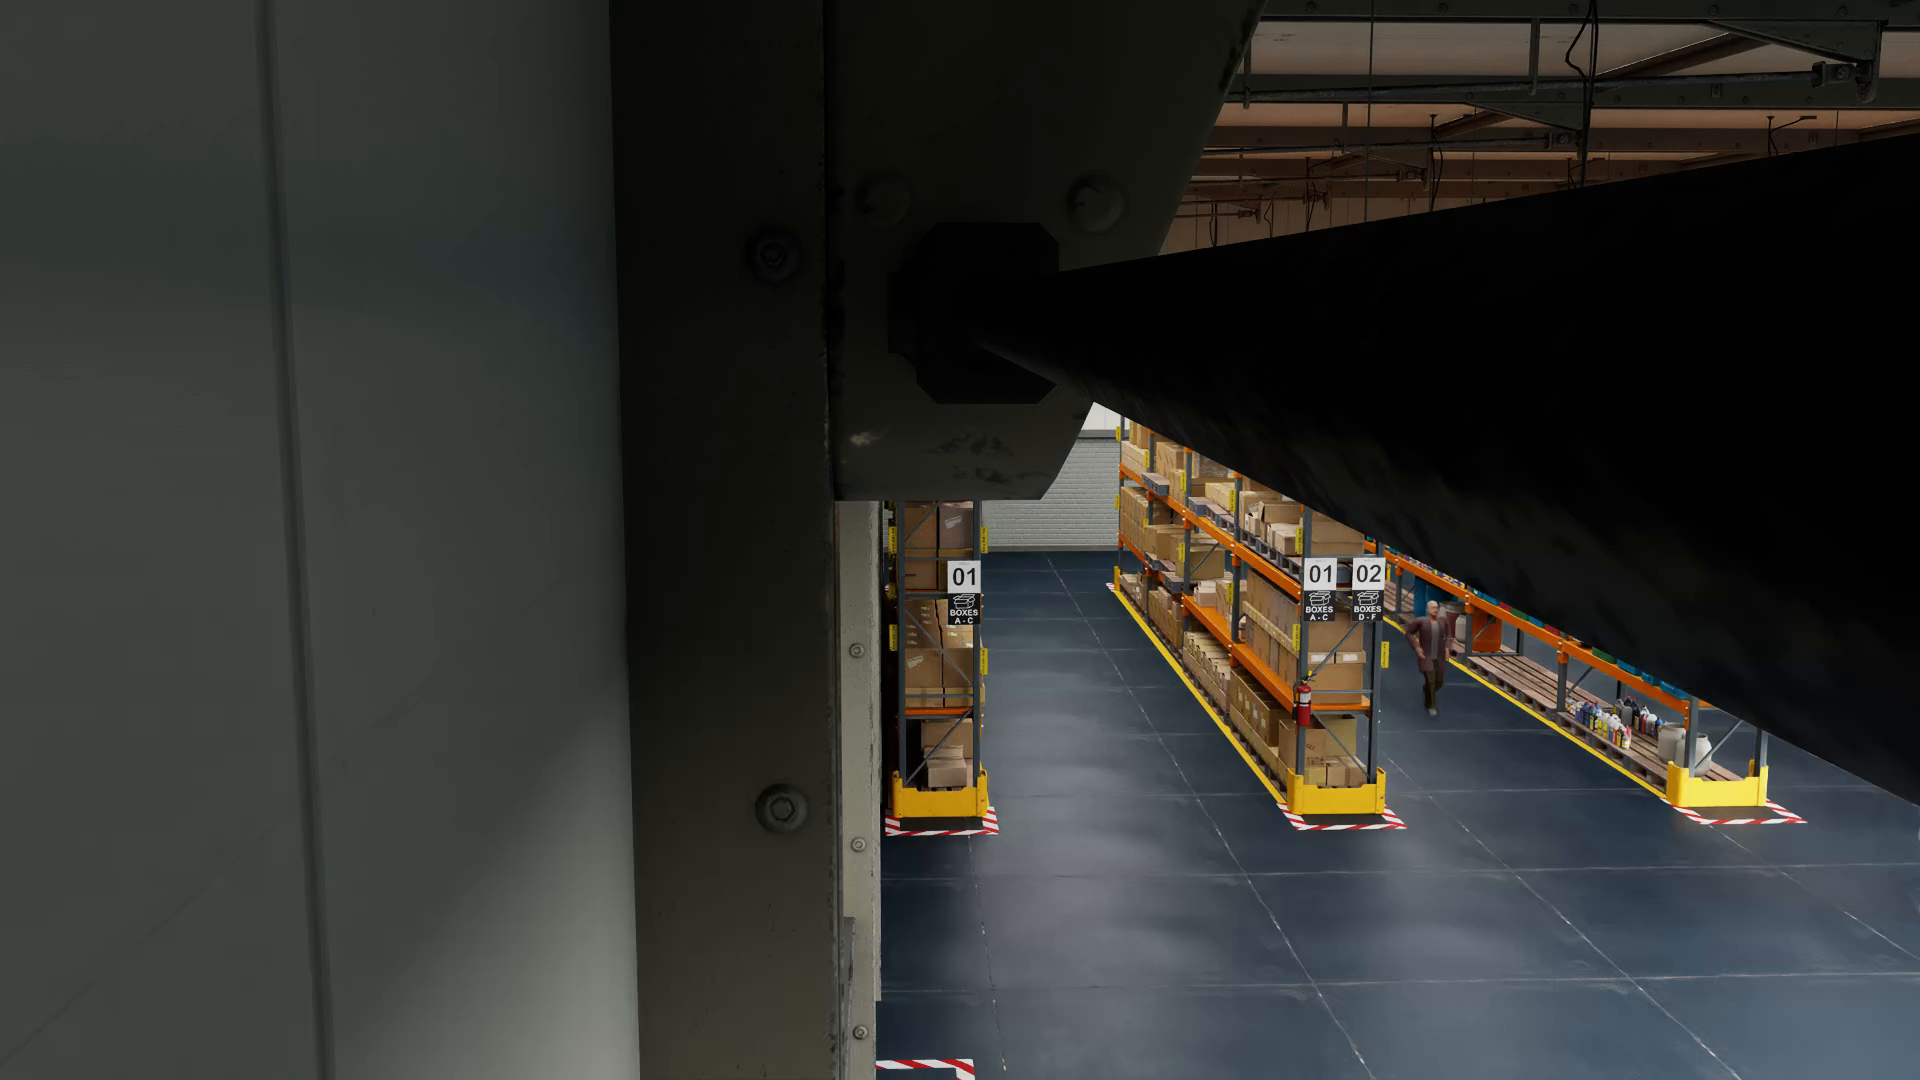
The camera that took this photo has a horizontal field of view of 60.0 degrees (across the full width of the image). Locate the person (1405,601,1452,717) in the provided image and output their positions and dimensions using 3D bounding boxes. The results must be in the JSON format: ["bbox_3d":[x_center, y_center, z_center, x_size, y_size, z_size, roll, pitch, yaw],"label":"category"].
[{"bbox_3d":[7.226,1.835,25.644,0.727,1.678,0.741,-1,8,-7],"label":"person"}]
